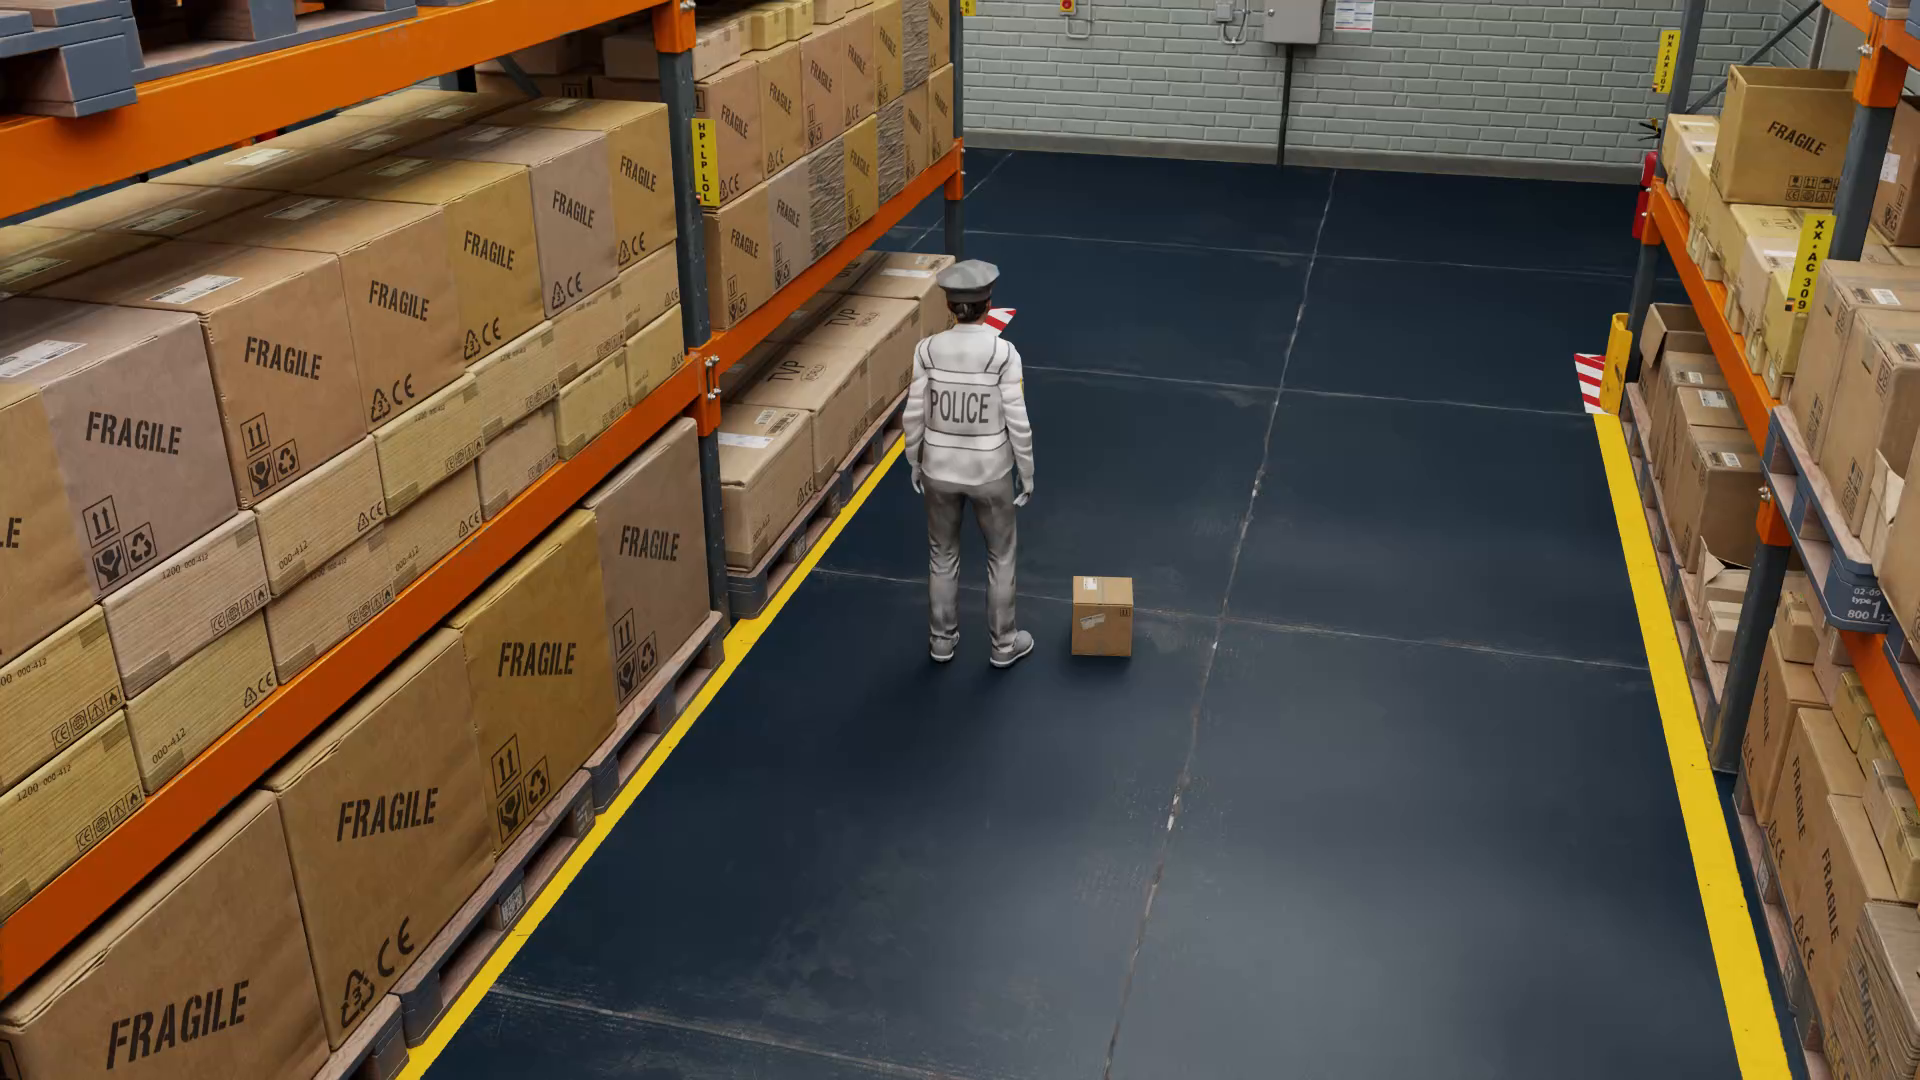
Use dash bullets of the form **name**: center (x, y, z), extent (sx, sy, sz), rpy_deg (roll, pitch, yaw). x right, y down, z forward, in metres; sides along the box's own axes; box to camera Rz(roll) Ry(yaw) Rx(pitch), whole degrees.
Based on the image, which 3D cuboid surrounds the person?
- **person**: center (0.041, -0.277, 6.686), extent (0.530, 1.663, 0.342), rpy_deg (6, 26, 13)
